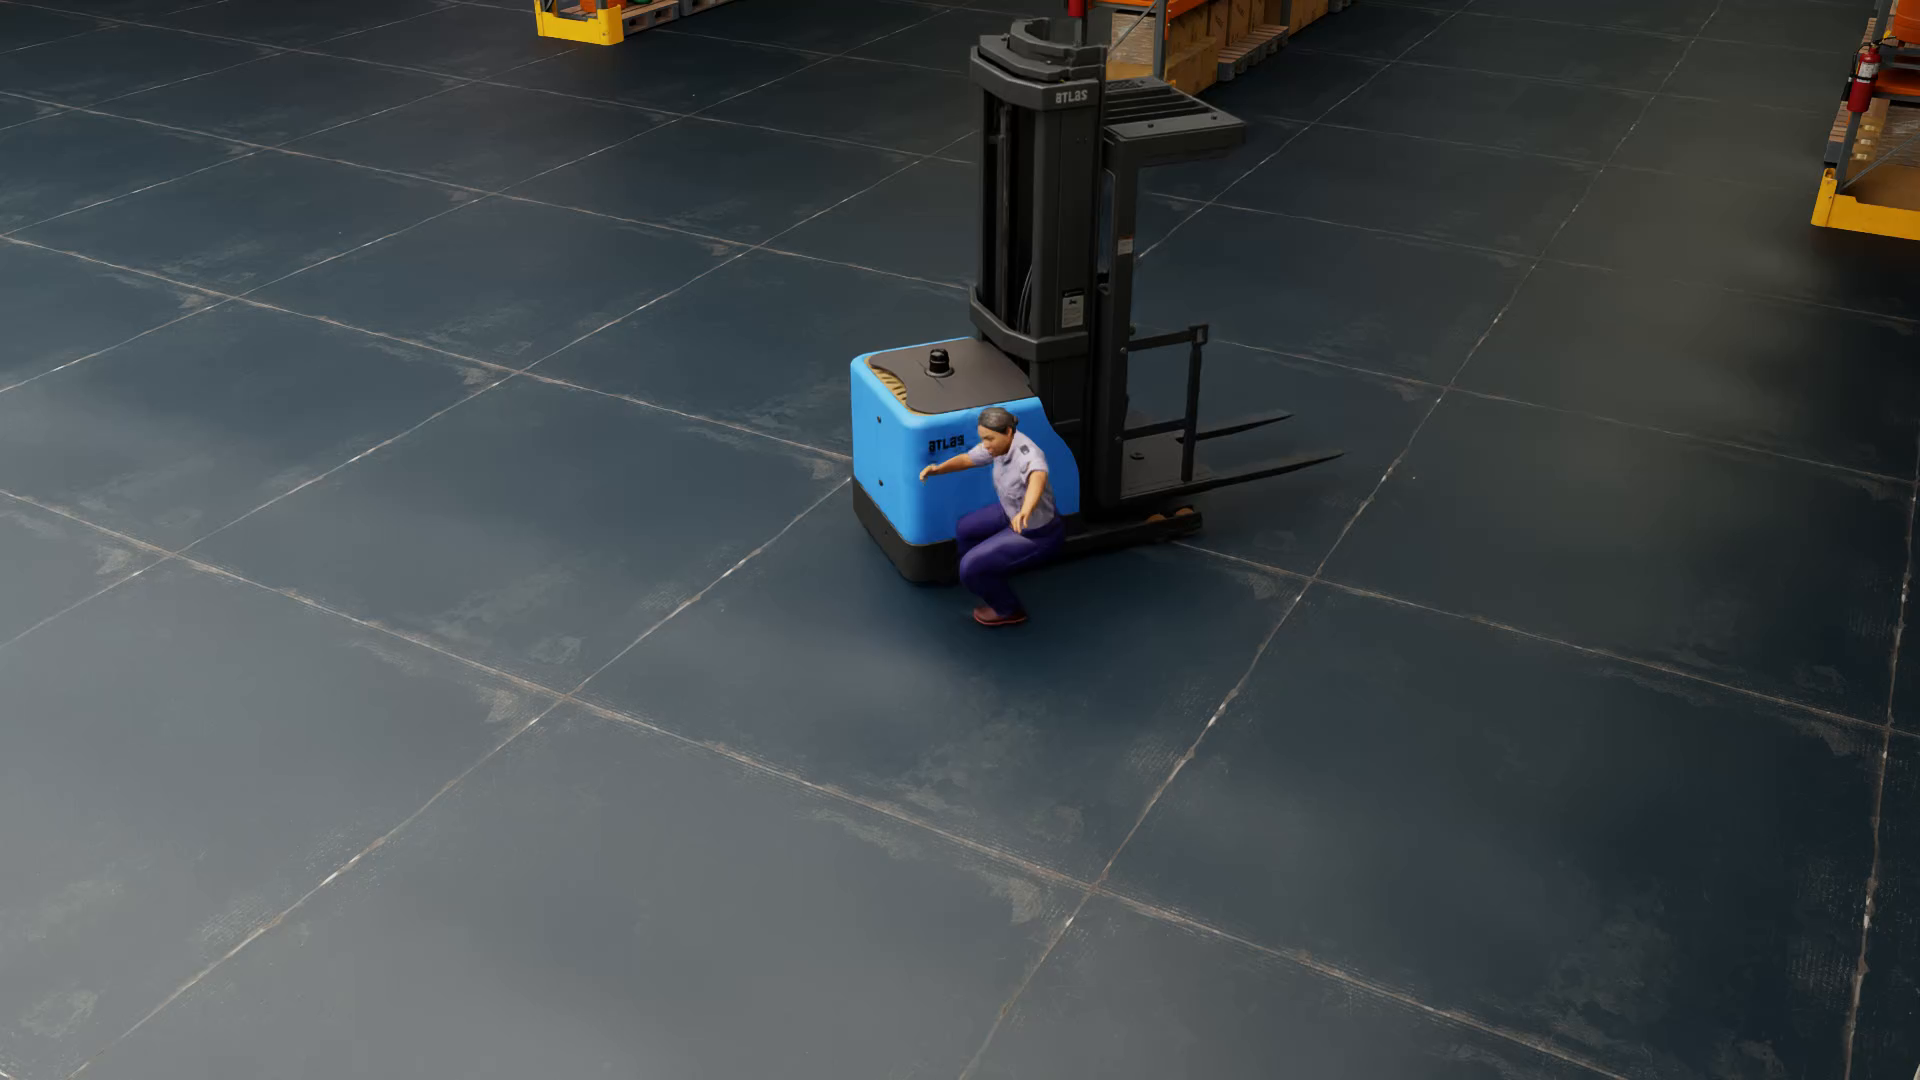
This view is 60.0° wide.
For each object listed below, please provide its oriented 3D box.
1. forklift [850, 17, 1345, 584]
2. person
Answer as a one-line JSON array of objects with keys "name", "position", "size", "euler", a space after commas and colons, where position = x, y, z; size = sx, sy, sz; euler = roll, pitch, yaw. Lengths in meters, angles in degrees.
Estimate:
[{"name": "forklift", "position": [0.911, -1.486, 9.646], "size": [3.031, 2.935, 1.130], "euler": [-12, 32, -20]}, {"name": "person", "position": [0.180, -0.069, 8.765], "size": [0.760, 1.377, 1.526], "euler": [-9, 31, -15]}]
